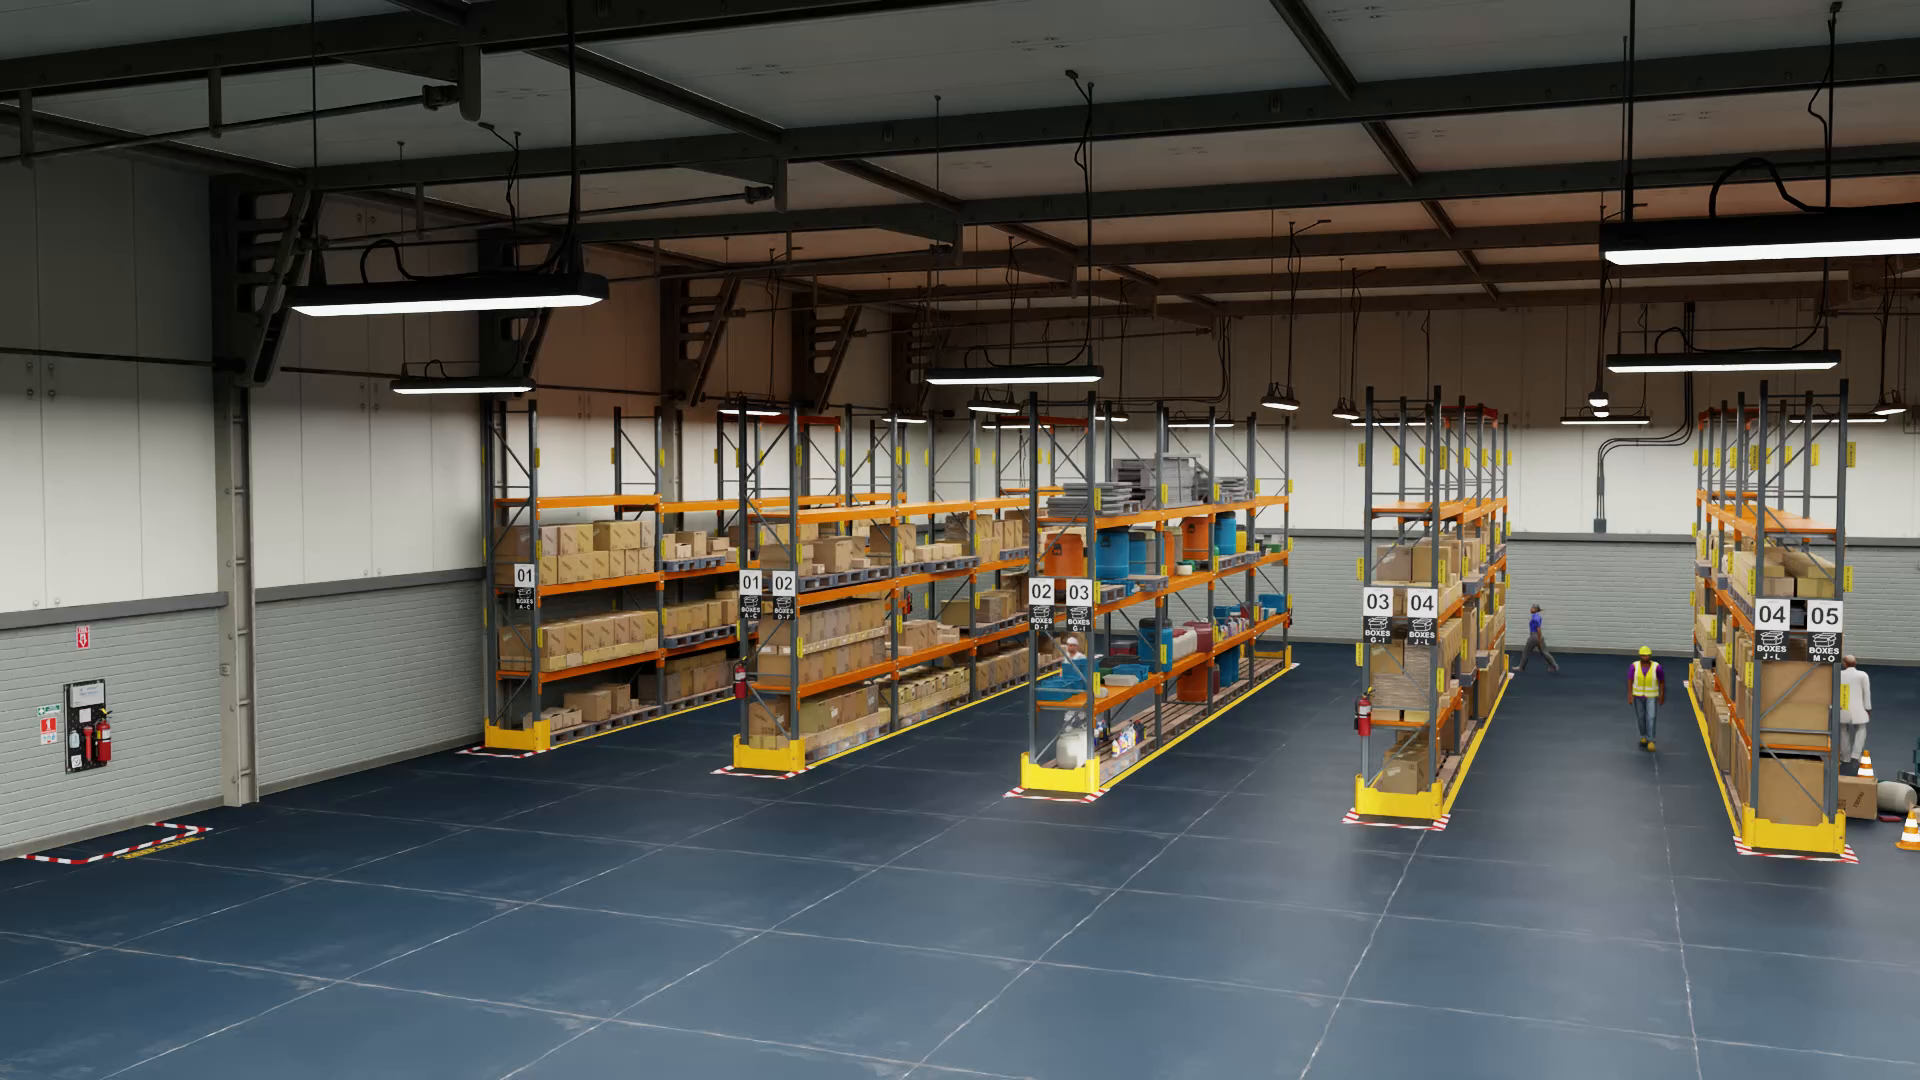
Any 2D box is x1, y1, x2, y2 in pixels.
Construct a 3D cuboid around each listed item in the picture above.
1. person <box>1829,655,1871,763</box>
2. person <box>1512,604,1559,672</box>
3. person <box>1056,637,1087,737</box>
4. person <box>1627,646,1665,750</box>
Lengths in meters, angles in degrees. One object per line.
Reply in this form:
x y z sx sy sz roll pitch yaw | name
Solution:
14.612 2.772 27.289 0.609 1.775 0.610 1 3 22 | person
13.411 2.282 38.710 1.041 1.598 0.418 2 4 37 | person
1.987 2.621 29.896 0.917 1.743 0.560 -2 3 -30 | person
11.812 2.694 28.686 0.587 1.720 0.925 2 3 33 | person
